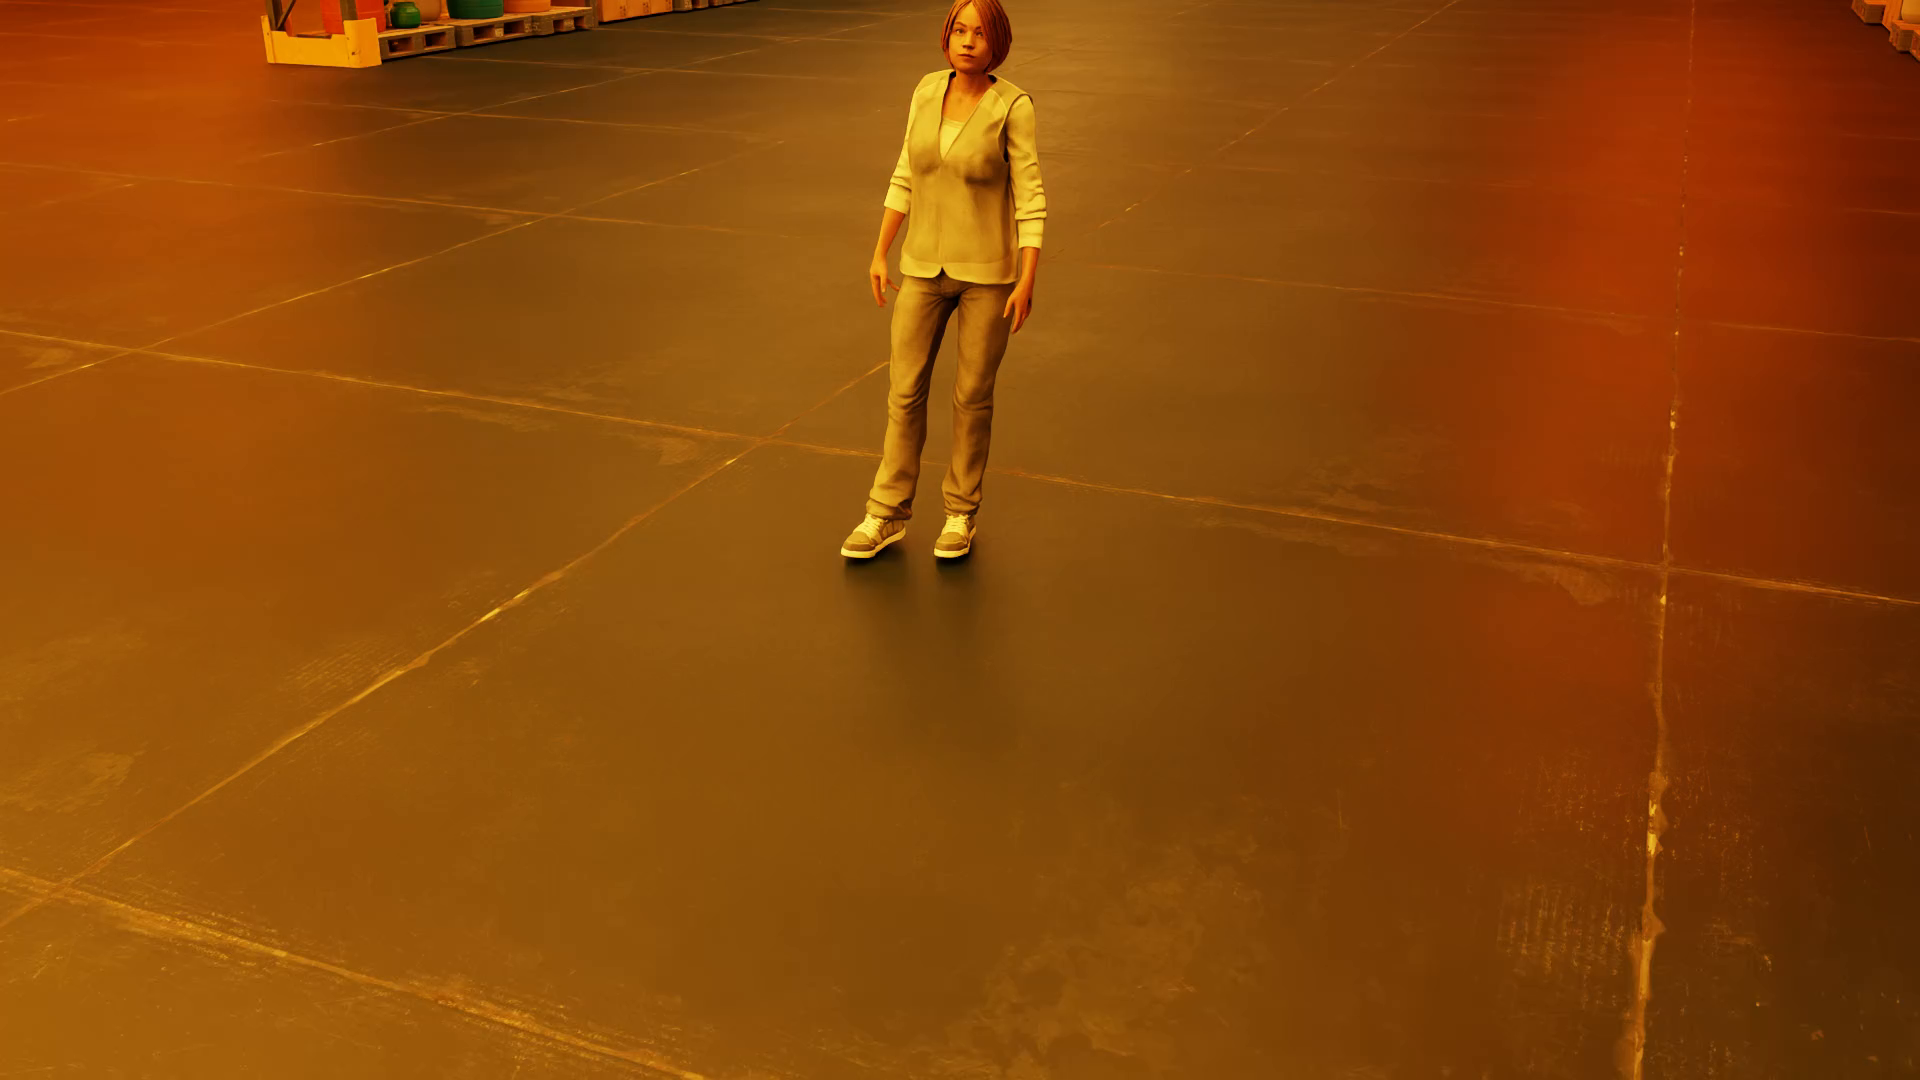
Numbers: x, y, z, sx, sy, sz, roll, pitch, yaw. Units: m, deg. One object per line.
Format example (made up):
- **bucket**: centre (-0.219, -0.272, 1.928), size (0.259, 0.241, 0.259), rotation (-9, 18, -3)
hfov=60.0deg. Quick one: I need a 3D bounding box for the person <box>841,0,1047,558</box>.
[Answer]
- **person**: centre (-0.041, -0.720, 4.724), size (0.520, 1.597, 0.475), rotation (9, 24, 21)
